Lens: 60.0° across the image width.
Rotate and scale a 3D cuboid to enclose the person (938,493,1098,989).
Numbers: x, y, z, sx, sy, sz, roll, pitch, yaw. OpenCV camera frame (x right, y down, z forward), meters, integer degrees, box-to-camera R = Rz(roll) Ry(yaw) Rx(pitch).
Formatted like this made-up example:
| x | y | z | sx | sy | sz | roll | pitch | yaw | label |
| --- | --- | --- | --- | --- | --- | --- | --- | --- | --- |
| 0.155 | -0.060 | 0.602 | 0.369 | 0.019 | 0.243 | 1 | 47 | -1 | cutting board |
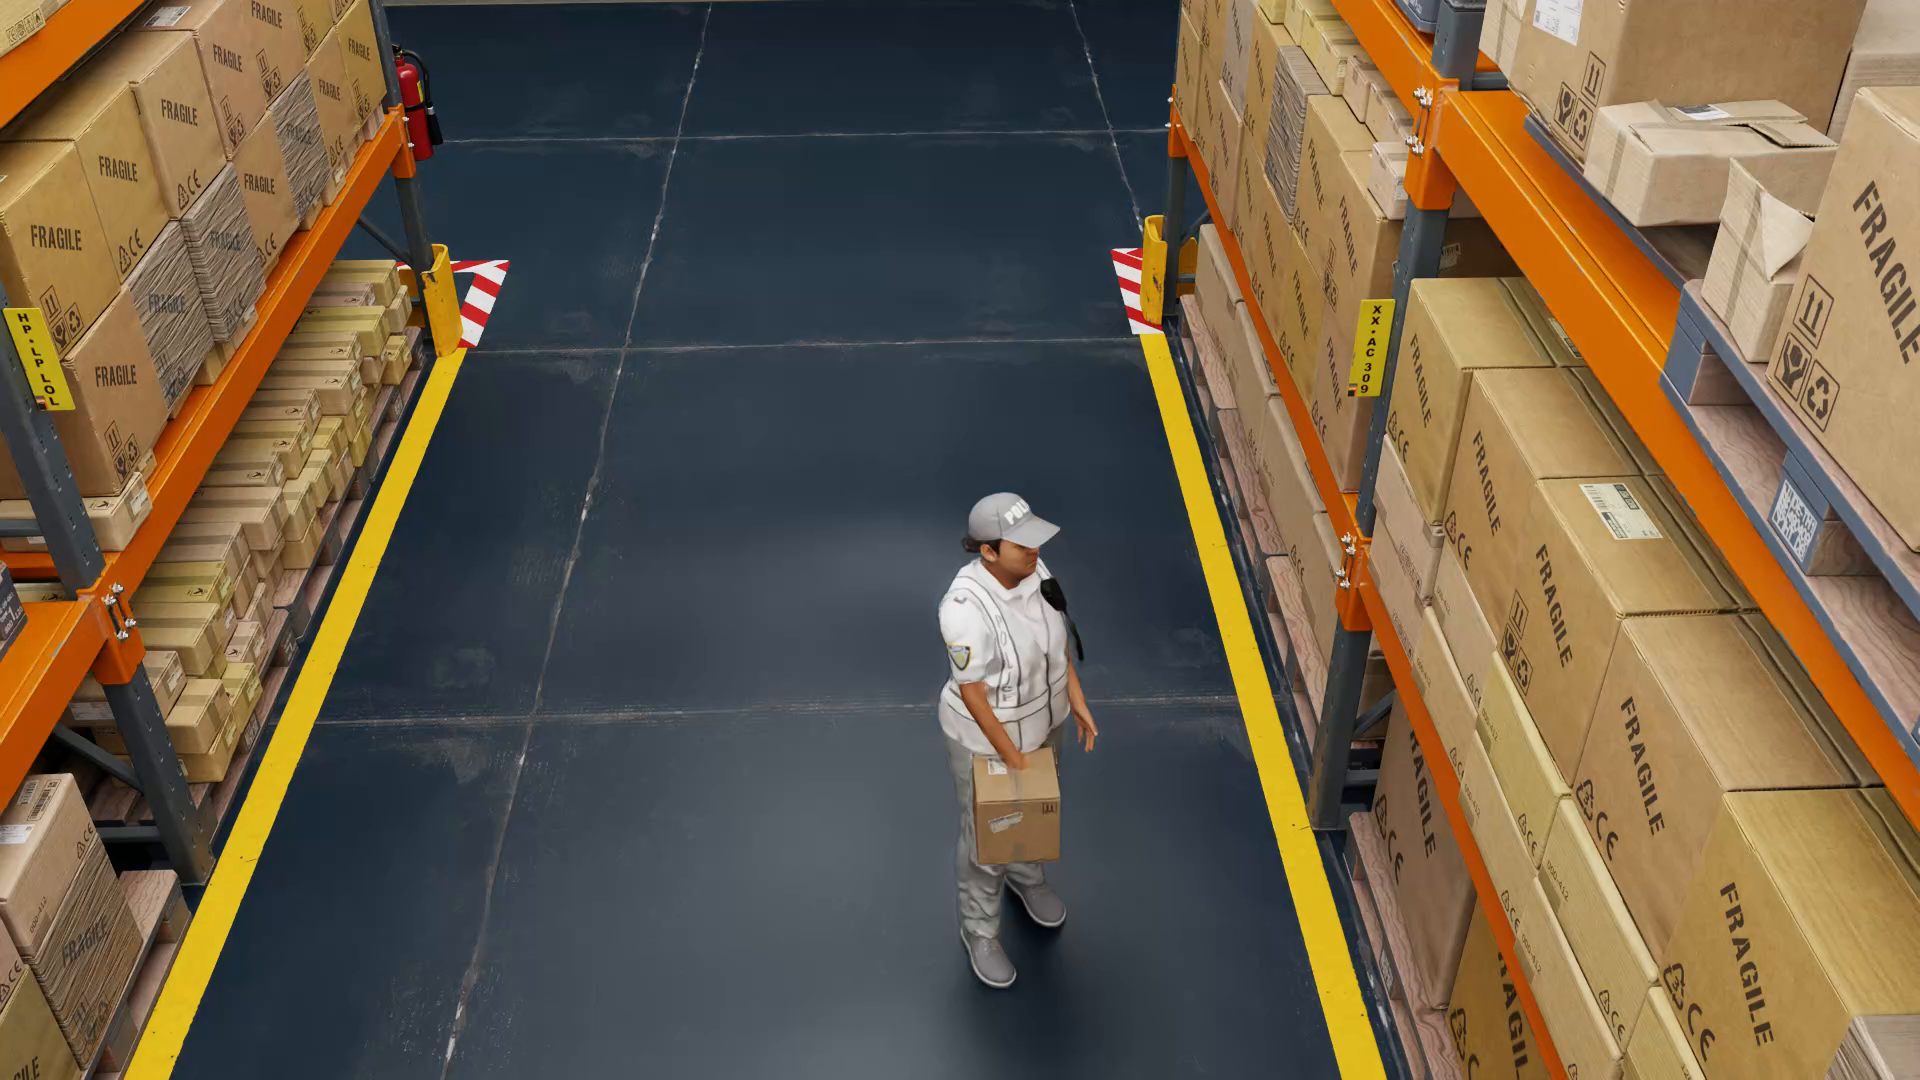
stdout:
| x | y | z | sx | sy | sz | roll | pitch | yaw | label |
| --- | --- | --- | --- | --- | --- | --- | --- | --- | --- |
| 0.155 | 0.618 | 5.257 | 0.460 | 1.676 | 0.565 | 23 | 42 | 29 | person |
